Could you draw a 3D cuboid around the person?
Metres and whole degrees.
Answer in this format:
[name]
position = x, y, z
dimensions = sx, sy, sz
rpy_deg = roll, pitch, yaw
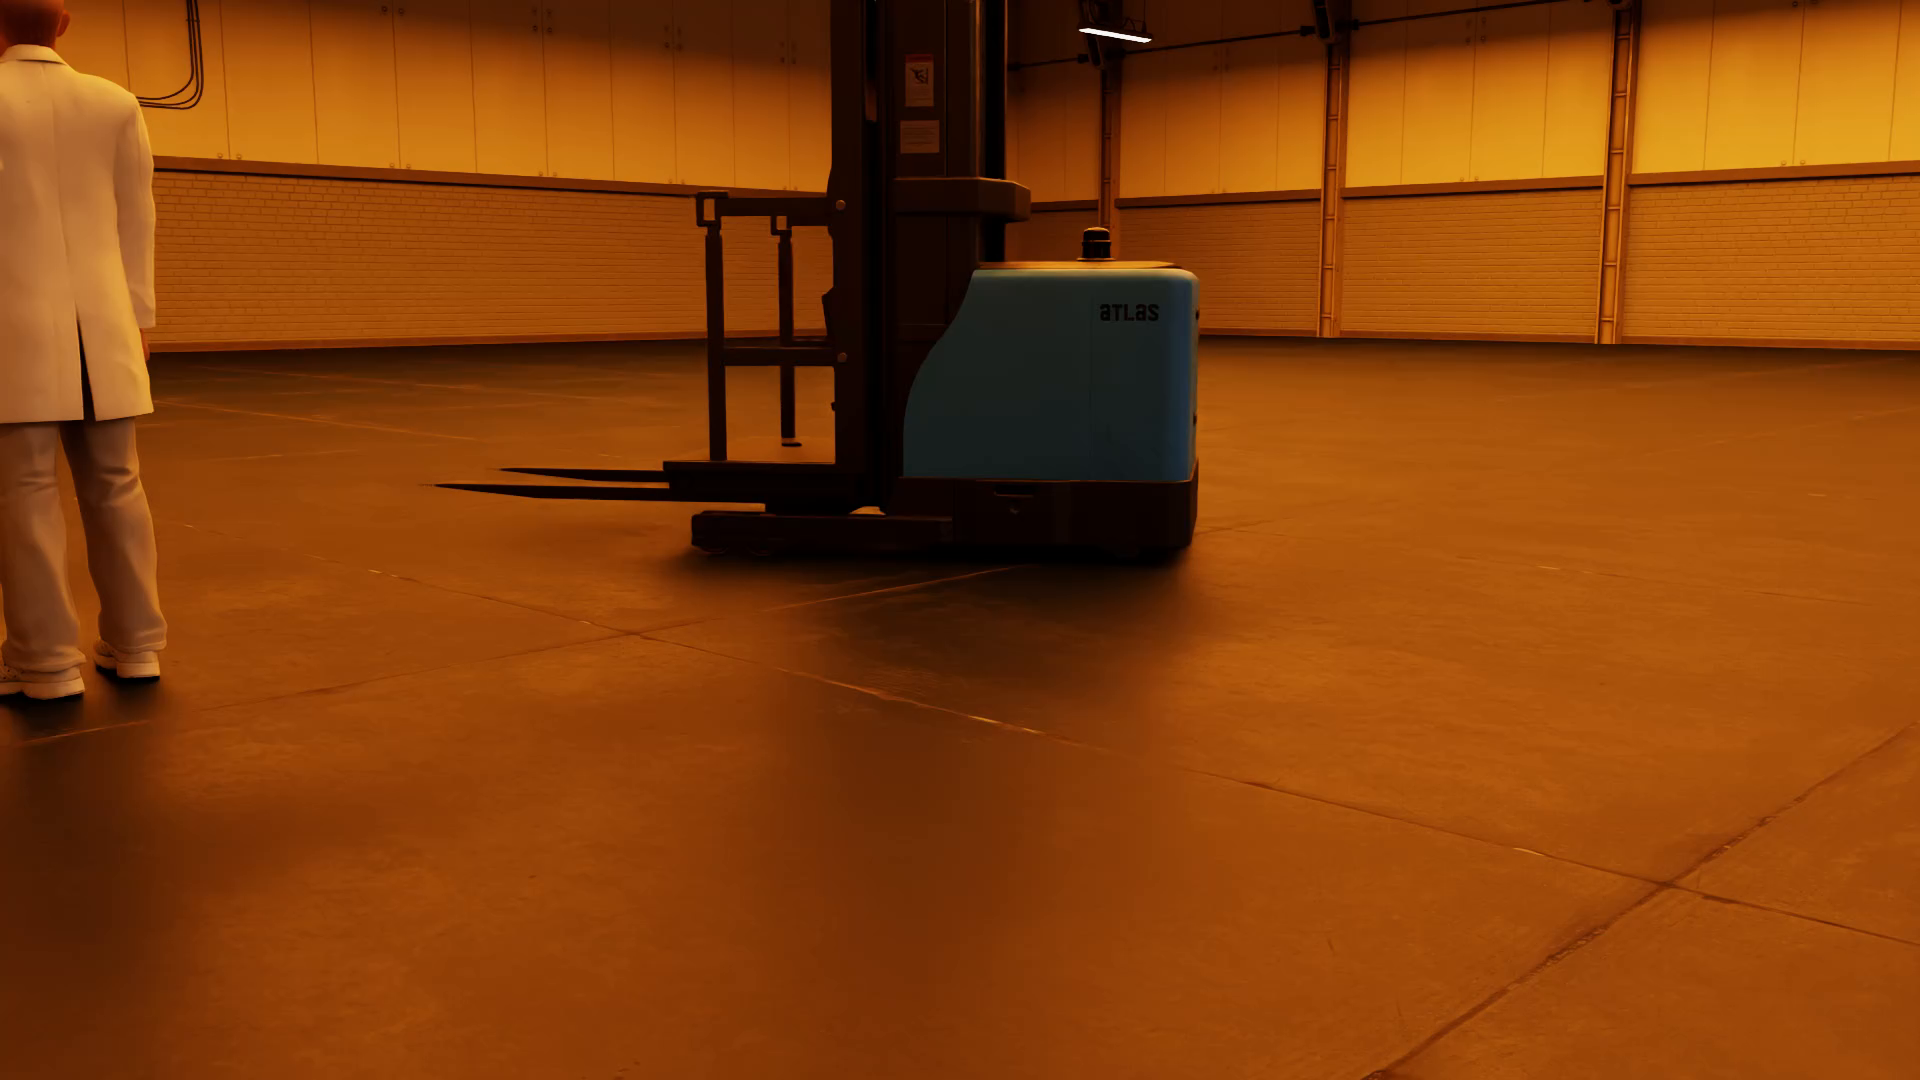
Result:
[person]
position = -2.293, -0.511, 4.128
dimensions = 0.392, 1.782, 0.551
rpy_deg = 5, 10, 32

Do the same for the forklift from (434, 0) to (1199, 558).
[forklift]
position = -0.572, -1.462, 6.584
dimensions = 3.031, 2.935, 1.130
rpy_deg = 1, 9, 10
